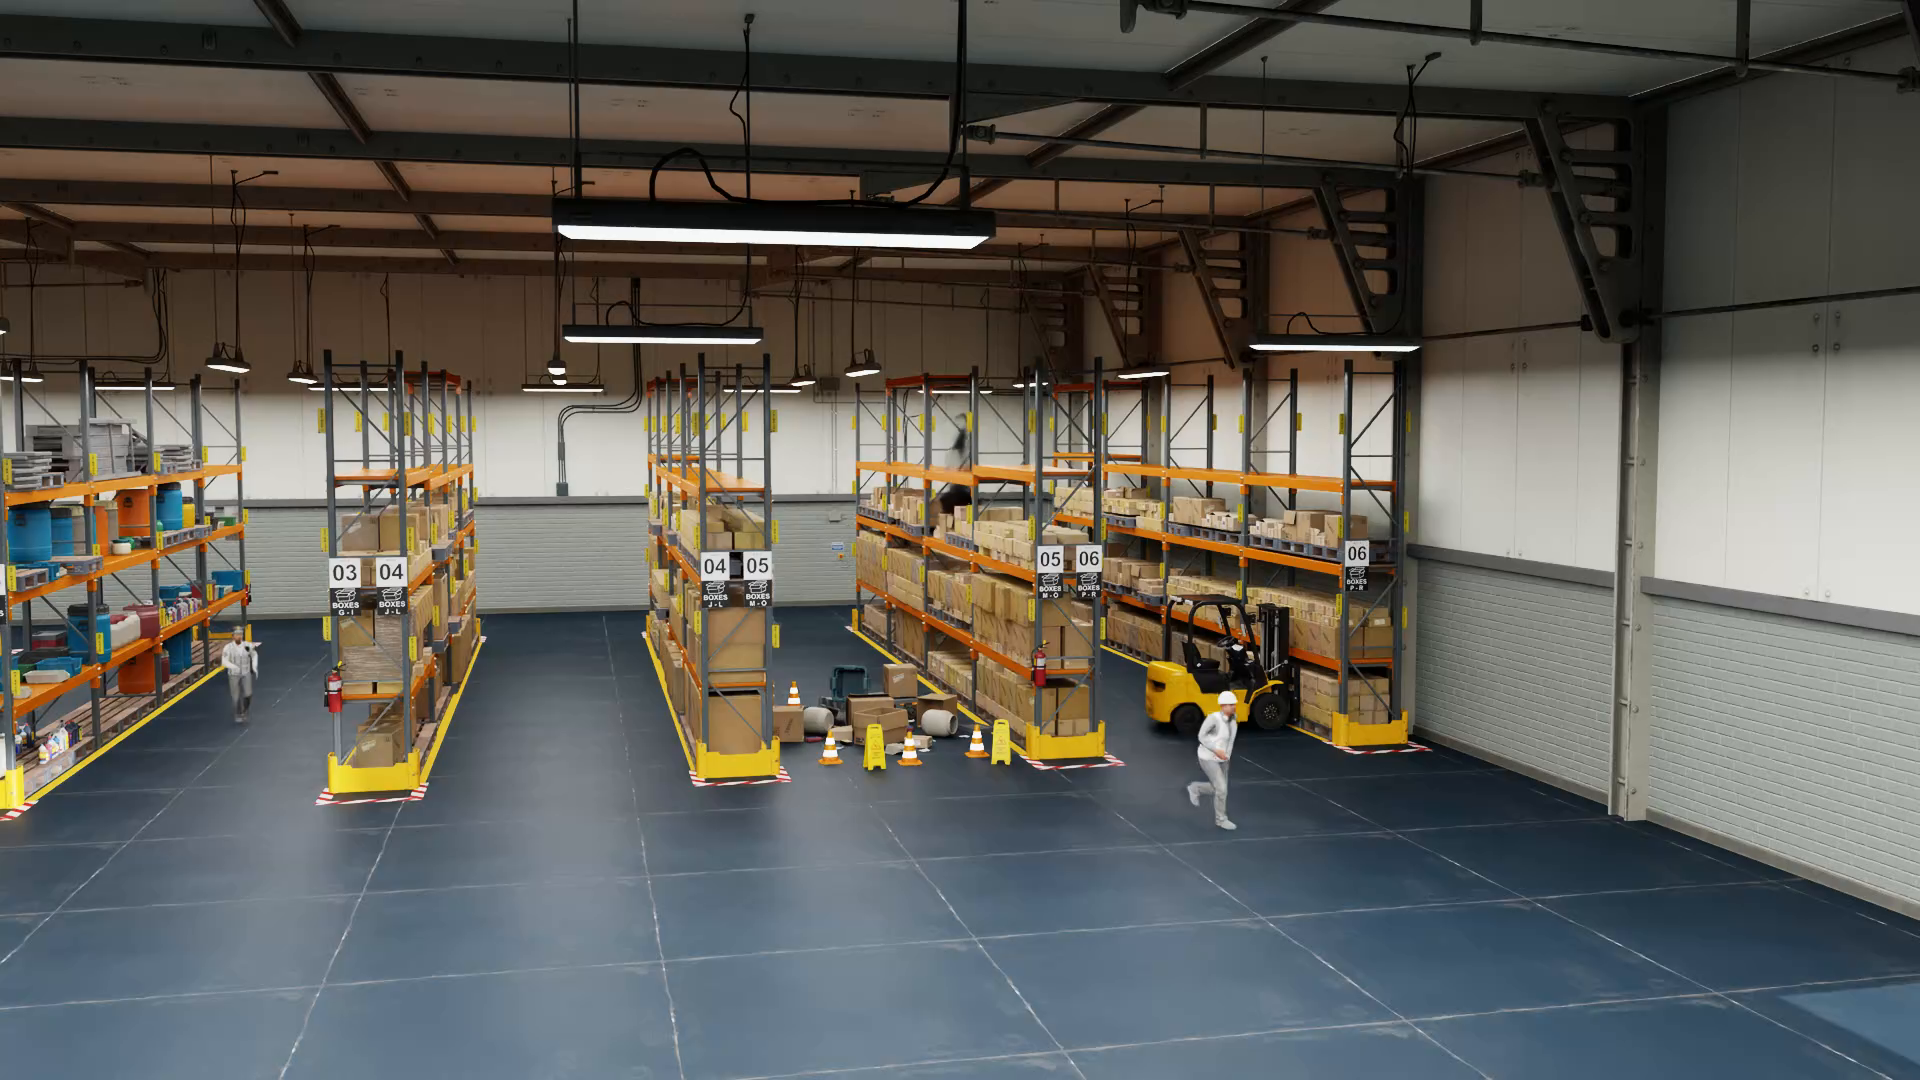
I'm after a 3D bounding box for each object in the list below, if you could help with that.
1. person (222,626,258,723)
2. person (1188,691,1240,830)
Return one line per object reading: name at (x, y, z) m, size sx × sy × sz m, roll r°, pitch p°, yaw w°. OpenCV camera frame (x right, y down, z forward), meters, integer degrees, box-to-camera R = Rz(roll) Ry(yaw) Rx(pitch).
person at (-11.961, 2.241, 27.662) m, size 0.585 × 1.648 × 0.691 m, roll -2°, pitch 5°, yaw -30°
person at (3.139, 2.714, 20.759) m, size 0.636 × 1.722 × 0.848 m, roll -3°, pitch 5°, yaw -37°
